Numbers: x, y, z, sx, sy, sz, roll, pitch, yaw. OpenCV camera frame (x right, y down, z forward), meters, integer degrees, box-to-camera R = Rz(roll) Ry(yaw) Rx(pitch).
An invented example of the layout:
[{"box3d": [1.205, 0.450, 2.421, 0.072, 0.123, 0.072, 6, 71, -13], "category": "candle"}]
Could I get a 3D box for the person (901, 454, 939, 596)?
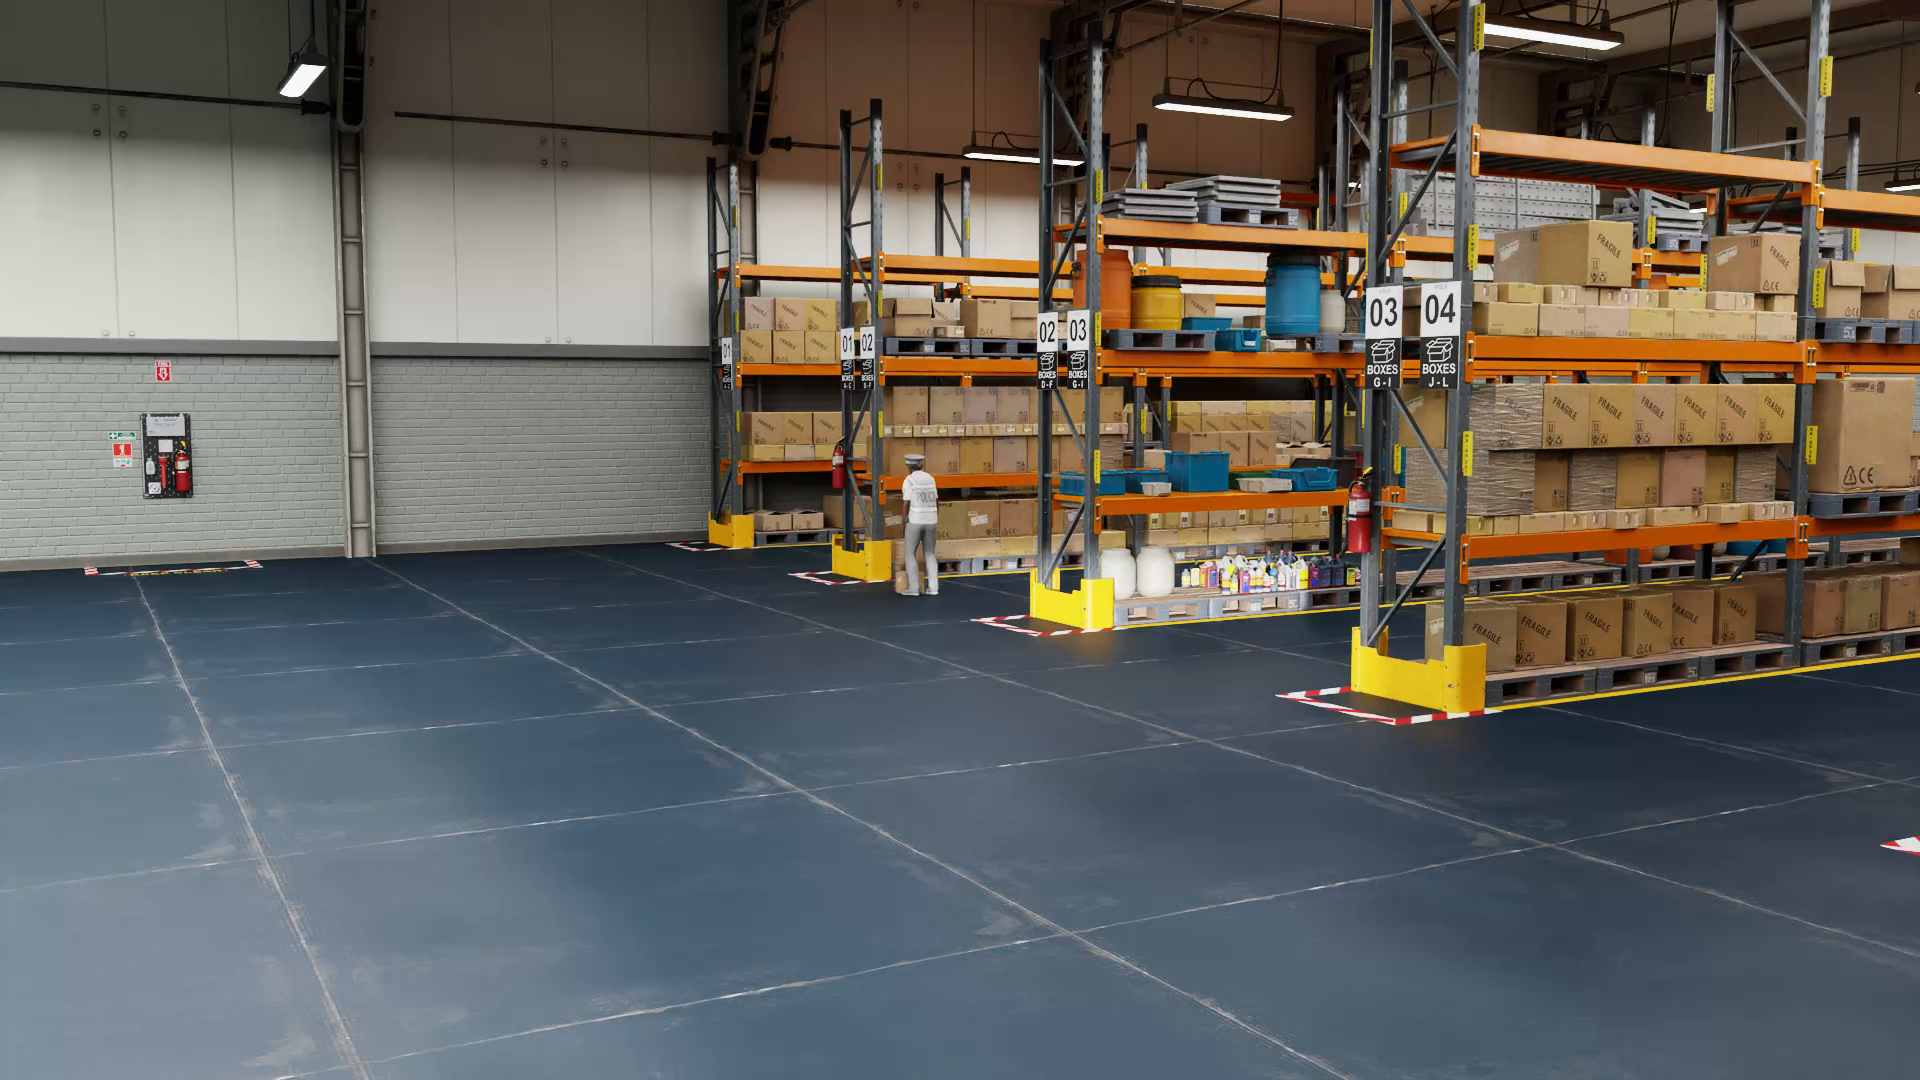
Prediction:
[{"box3d": [-0.468, -0.176, 19.483, 0.515, 1.655, 0.397, -3, 6, -31], "category": "person"}]
